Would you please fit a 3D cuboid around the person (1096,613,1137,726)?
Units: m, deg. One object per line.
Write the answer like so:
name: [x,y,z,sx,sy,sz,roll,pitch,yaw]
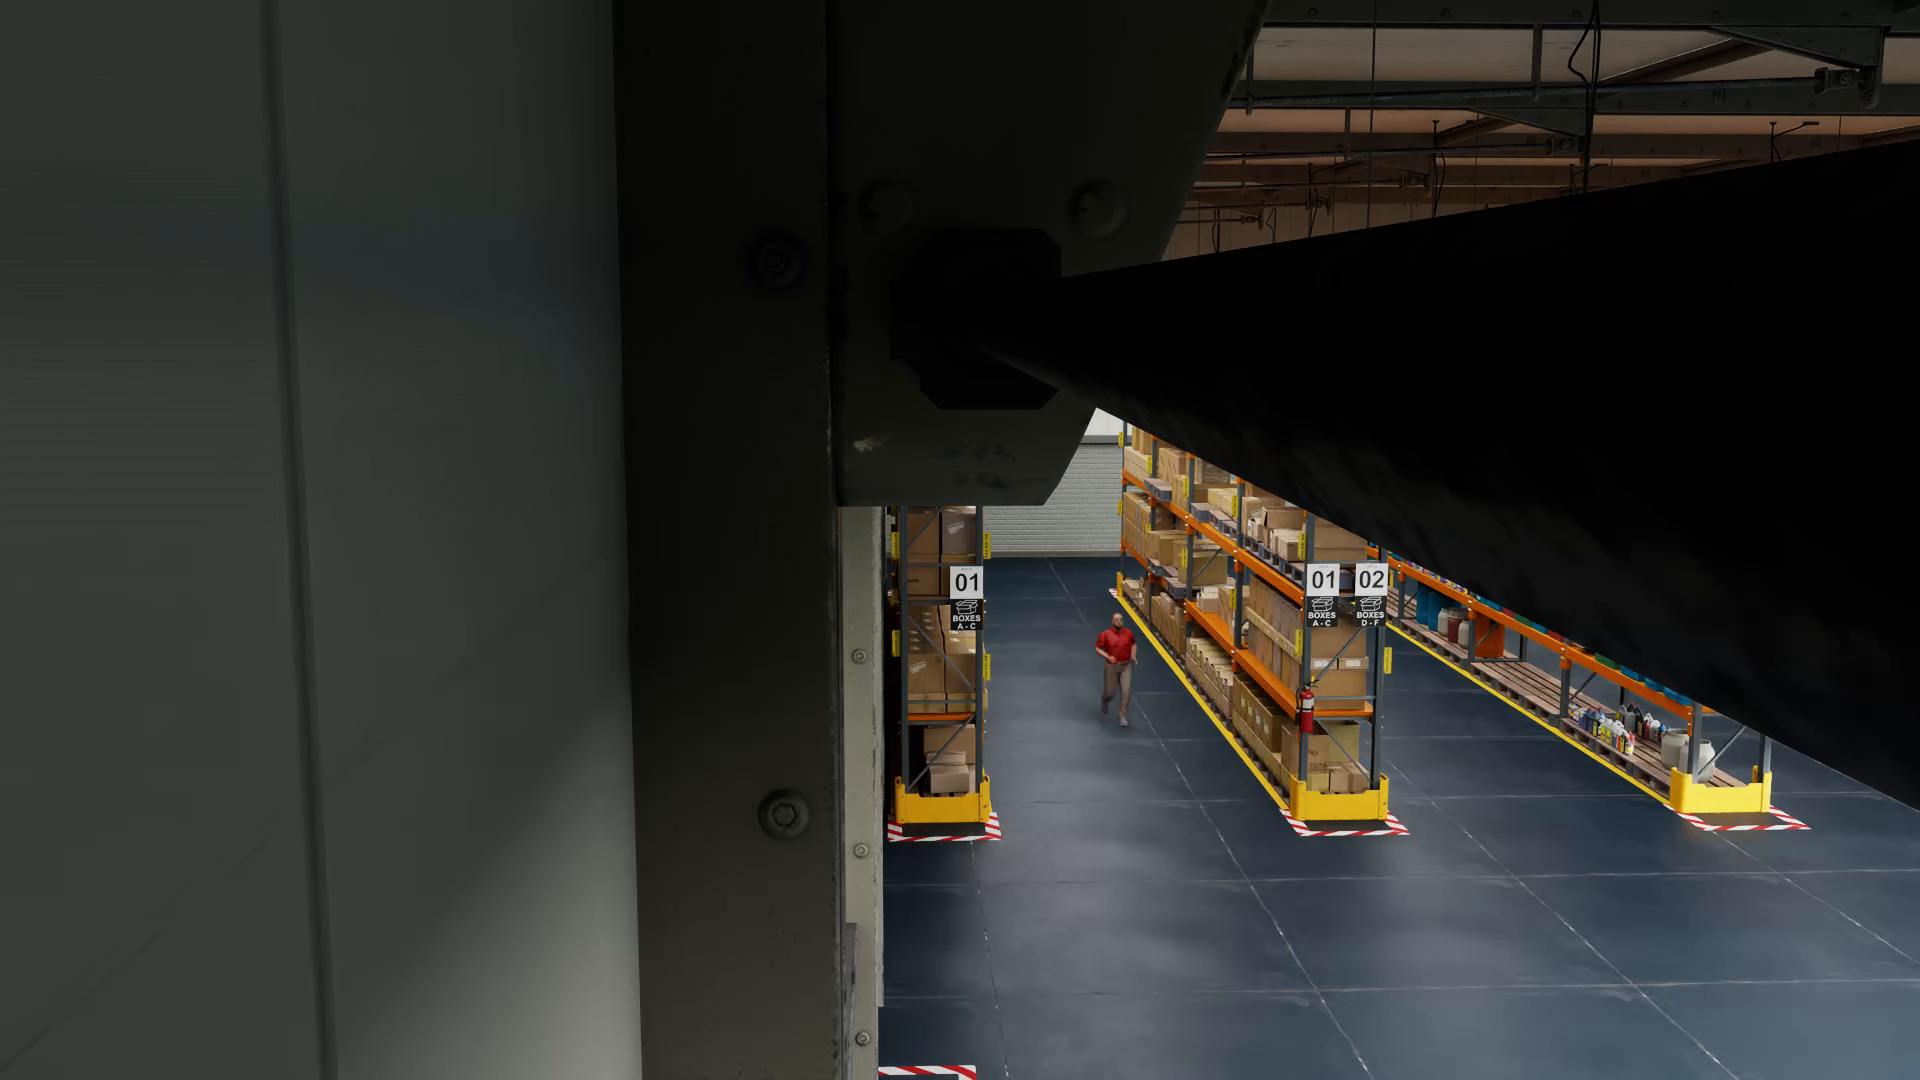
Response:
person: [2.399,1.943,25.343,0.674,1.682,0.782,-1,8,-10]
